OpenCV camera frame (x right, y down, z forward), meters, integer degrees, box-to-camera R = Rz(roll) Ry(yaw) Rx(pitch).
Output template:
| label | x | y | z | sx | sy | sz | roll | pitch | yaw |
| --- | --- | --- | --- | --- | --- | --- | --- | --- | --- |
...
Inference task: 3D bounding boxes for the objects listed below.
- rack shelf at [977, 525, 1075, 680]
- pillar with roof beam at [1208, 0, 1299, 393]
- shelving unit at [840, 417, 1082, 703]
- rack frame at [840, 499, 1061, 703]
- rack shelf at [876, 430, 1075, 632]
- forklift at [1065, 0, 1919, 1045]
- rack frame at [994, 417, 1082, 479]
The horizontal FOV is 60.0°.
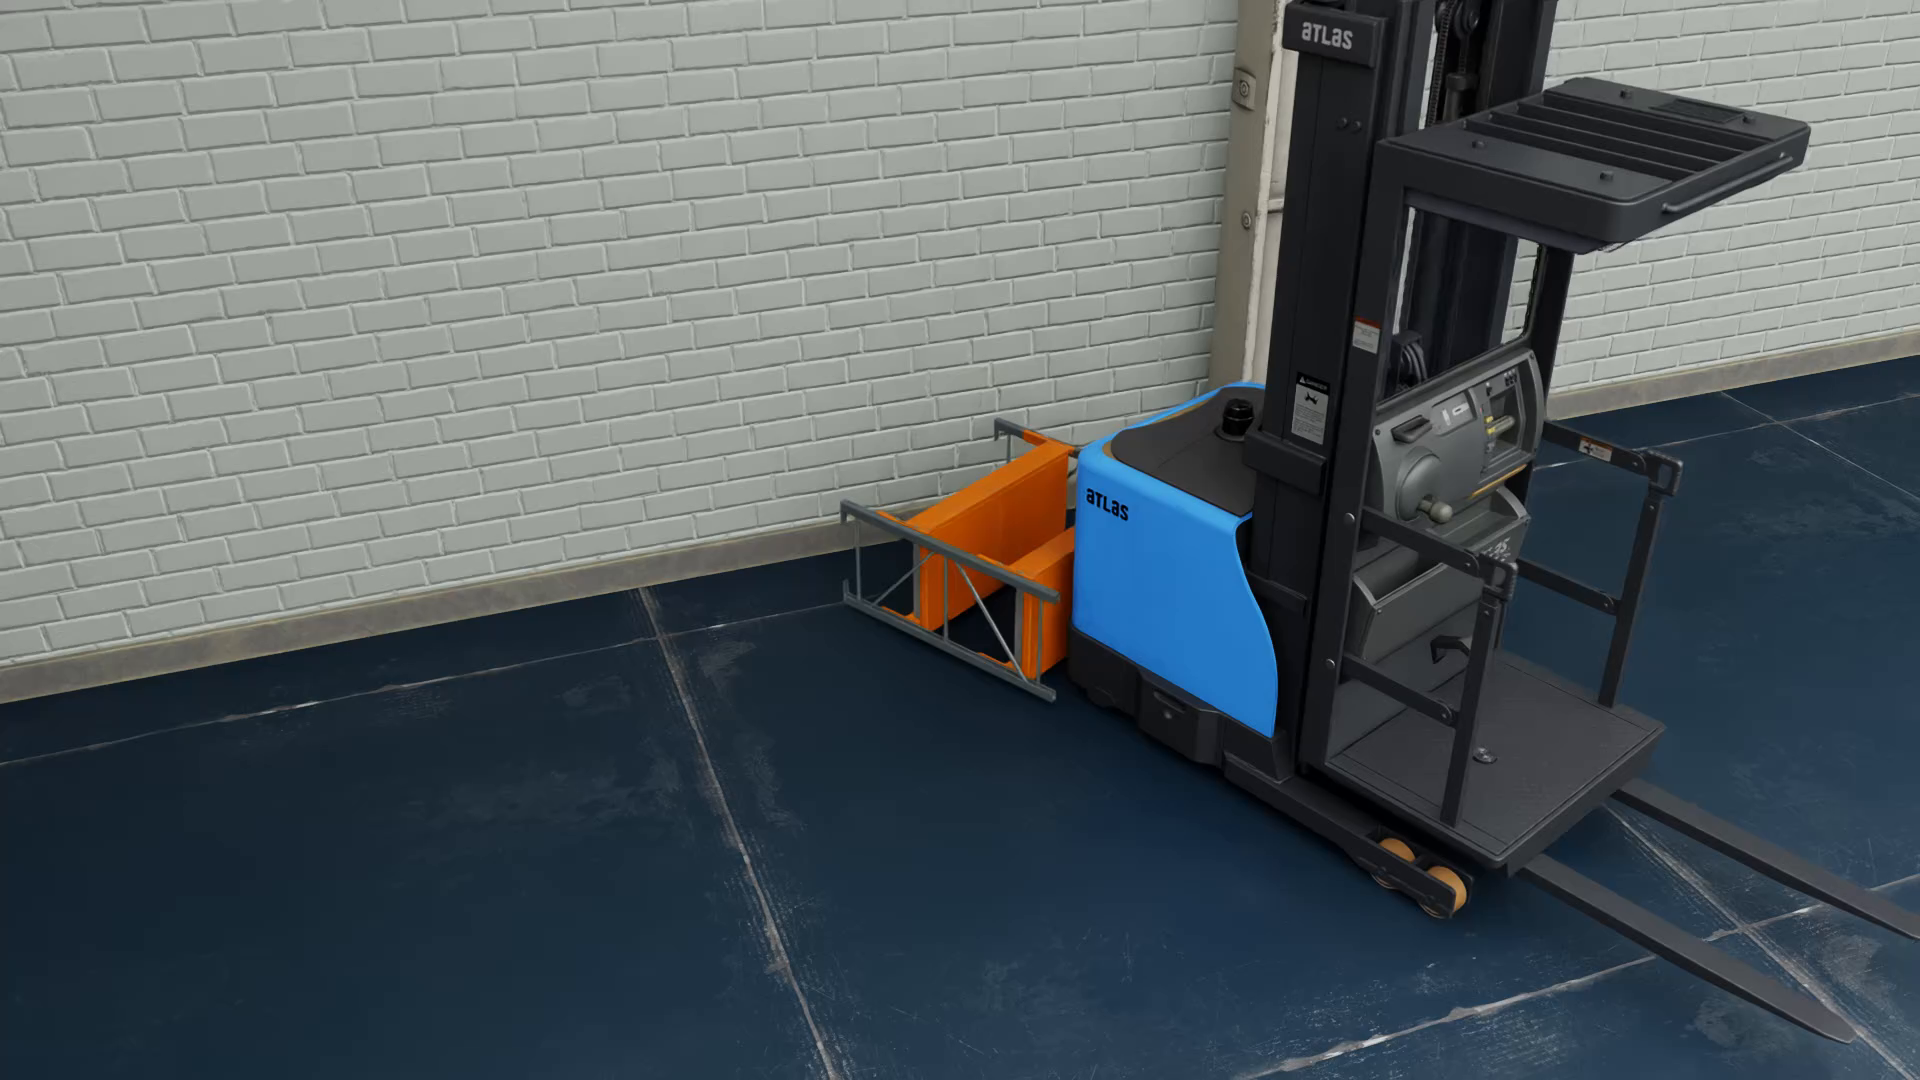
| label | x | y | z | sx | sy | sz | roll | pitch | yaw |
| --- | --- | --- | --- | --- | --- | --- | --- | --- | --- |
| rack shelf | 0.491 | 0.137 | 6.919 | 0.278 | 0.538 | 1.000 | 23 | 37 | 34 |
| pillar with roof beam | 2.932 | -2.165 | 2.460 | 0.400 | 9.000 | 9.100 | -10 | 31 | -18 |
| shelving unit | 0.267 | 0.040 | 7.080 | 1.125 | 0.538 | 1.048 | 23 | 37 | 34 |
| rack frame | -0.060 | 0.235 | 6.743 | 1.125 | 0.500 | 0.032 | 23 | 37 | 34 |
| rack shelf | 0.080 | -0.040 | 7.215 | 0.278 | 0.538 | 1.000 | 23 | 37 | 34 |
| forklift | 1.782 | -0.302 | 5.320 | 1.130 | 2.935 | 3.031 | -24 | 37 | -36 |
| rack frame | 0.595 | -0.154 | 7.417 | 1.125 | 0.500 | 0.032 | 23 | 37 | 34 |
